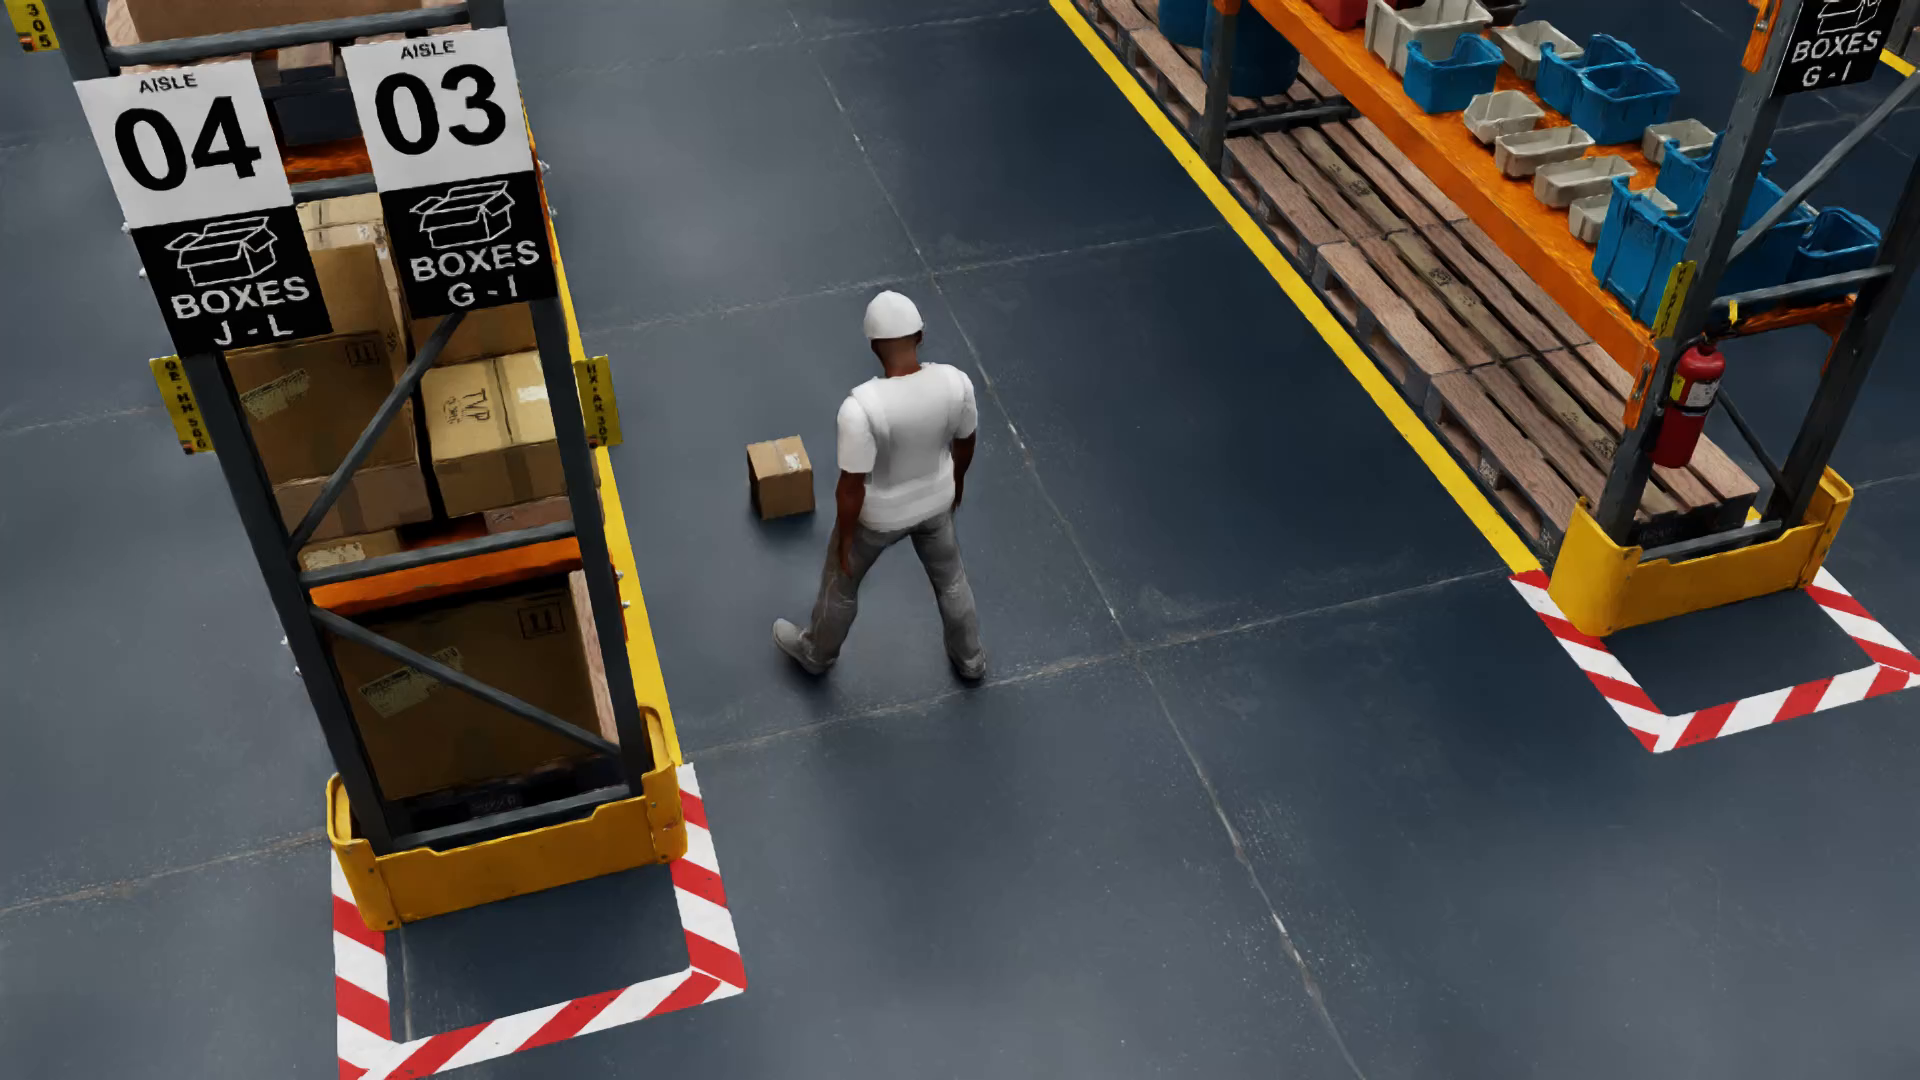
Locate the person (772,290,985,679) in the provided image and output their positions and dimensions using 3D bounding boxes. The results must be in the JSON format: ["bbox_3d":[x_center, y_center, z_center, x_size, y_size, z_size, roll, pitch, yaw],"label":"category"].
[{"bbox_3d":[-0.315,-0.162,6.310,0.759,1.743,0.646,-21,46,-22],"label":"person"}]
